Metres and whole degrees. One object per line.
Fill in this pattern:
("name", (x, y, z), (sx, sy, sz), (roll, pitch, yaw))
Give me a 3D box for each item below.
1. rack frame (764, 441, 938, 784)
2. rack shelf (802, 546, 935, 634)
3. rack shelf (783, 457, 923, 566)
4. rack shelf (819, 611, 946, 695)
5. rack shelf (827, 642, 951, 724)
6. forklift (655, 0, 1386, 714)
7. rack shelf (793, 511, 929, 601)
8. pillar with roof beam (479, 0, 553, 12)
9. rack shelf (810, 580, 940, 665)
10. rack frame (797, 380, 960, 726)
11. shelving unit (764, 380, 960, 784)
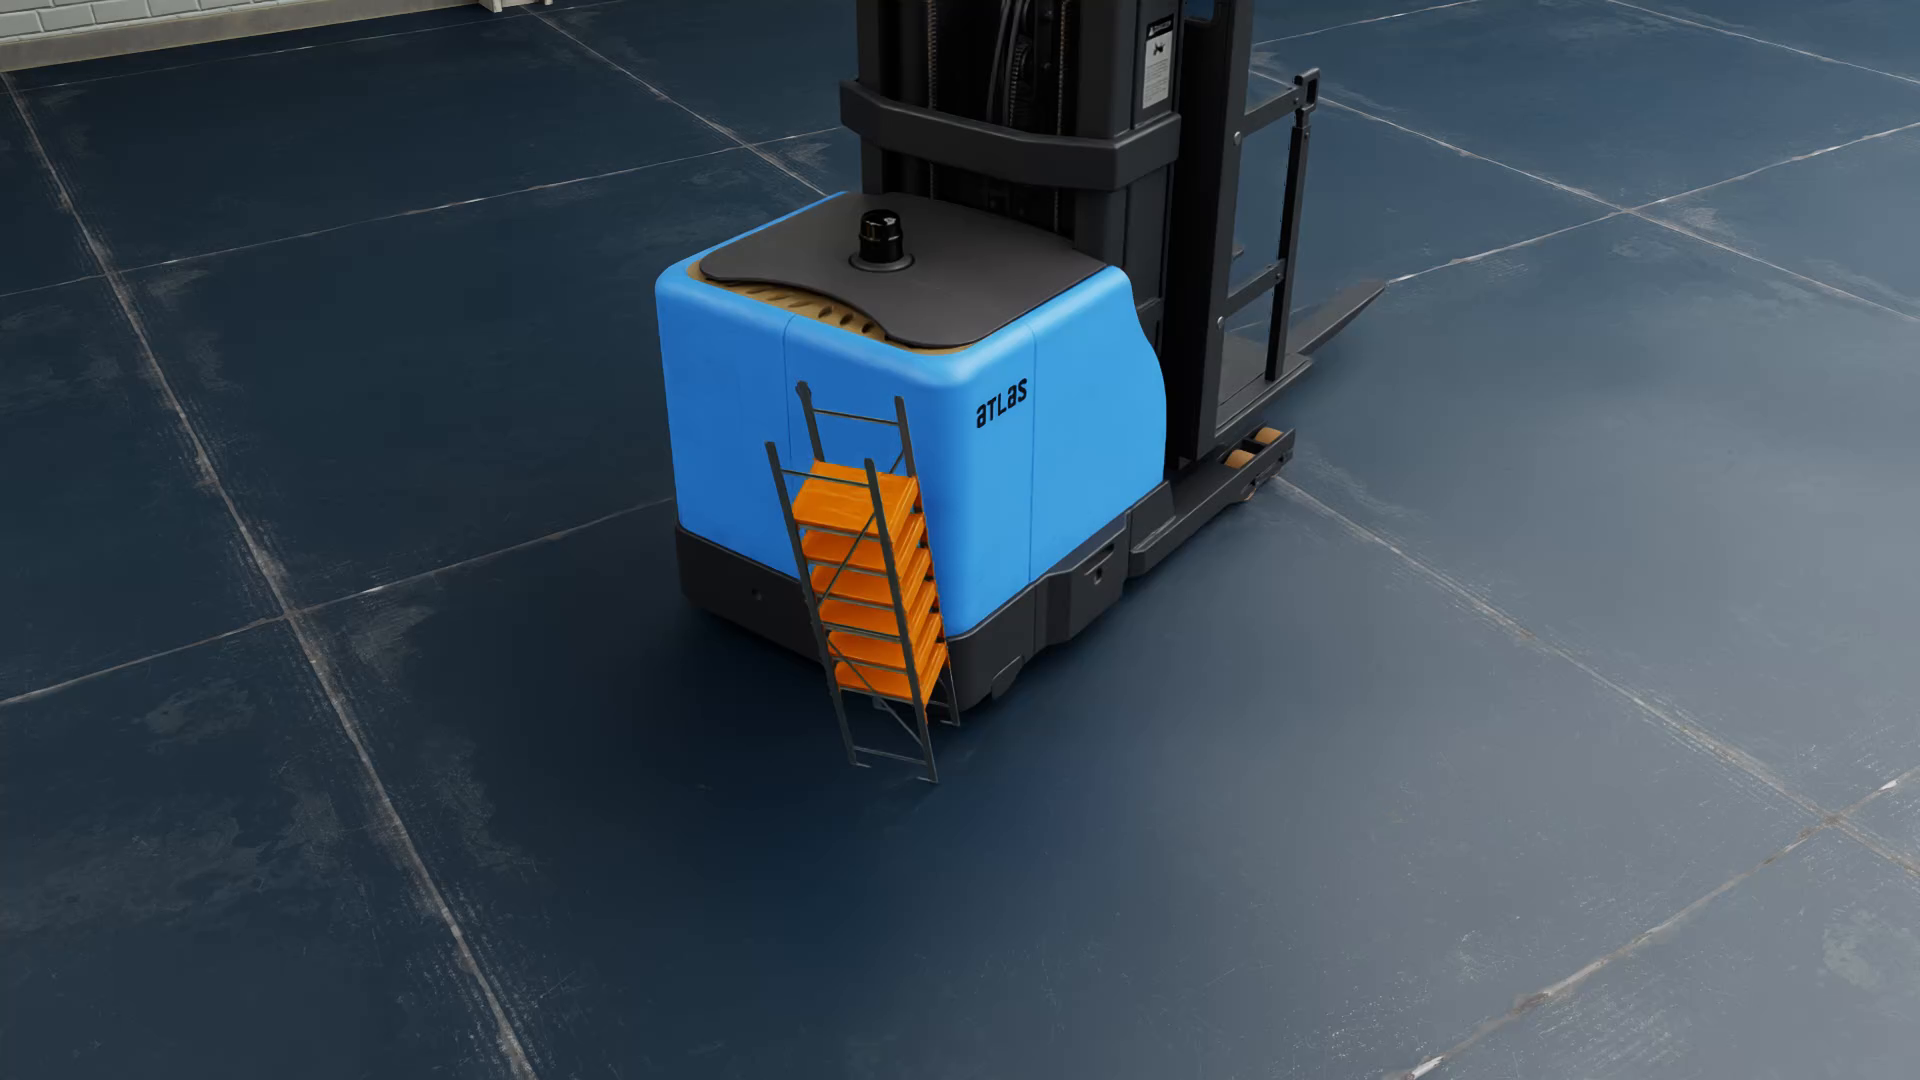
("rack frame", (-0.230, 0.210, 3.841), (0.240, 1.200, 0.006), (10, 51, 16))
("rack shelf", (-0.209, 0.093, 3.839), (0.258, 0.103, 0.180), (10, 51, 16))
("rack shelf", (-0.232, -0.064, 3.659), (0.258, 0.103, 0.180), (10, 51, 16))
("rack shelf", (-0.185, 0.250, 4.019), (0.258, 0.103, 0.180), (10, 51, 16))
("rack shelf", (-0.174, 0.329, 4.109), (0.258, 0.103, 0.180), (10, 51, 16))
("forklift", (0.467, -1.509, 4.894), (1.130, 2.935, 3.031), (22, 38, 31))
("rack shelf", (-0.221, 0.015, 3.749), (0.258, 0.103, 0.180), (10, 51, 16))
("pillar with roof beam", (-0.546, -5.352, 5.301), (0.400, 9.000, 9.100), (-19, 37, -27))
("rack shelf", (-0.197, 0.172, 3.929), (0.258, 0.103, 0.180), (10, 51, 16))
("rack frame", (-0.173, 0.075, 3.951), (0.240, 1.200, 0.006), (10, 51, 16))
("shelving unit", (-0.201, 0.143, 3.896), (0.258, 1.200, 0.189), (10, 51, 16))
